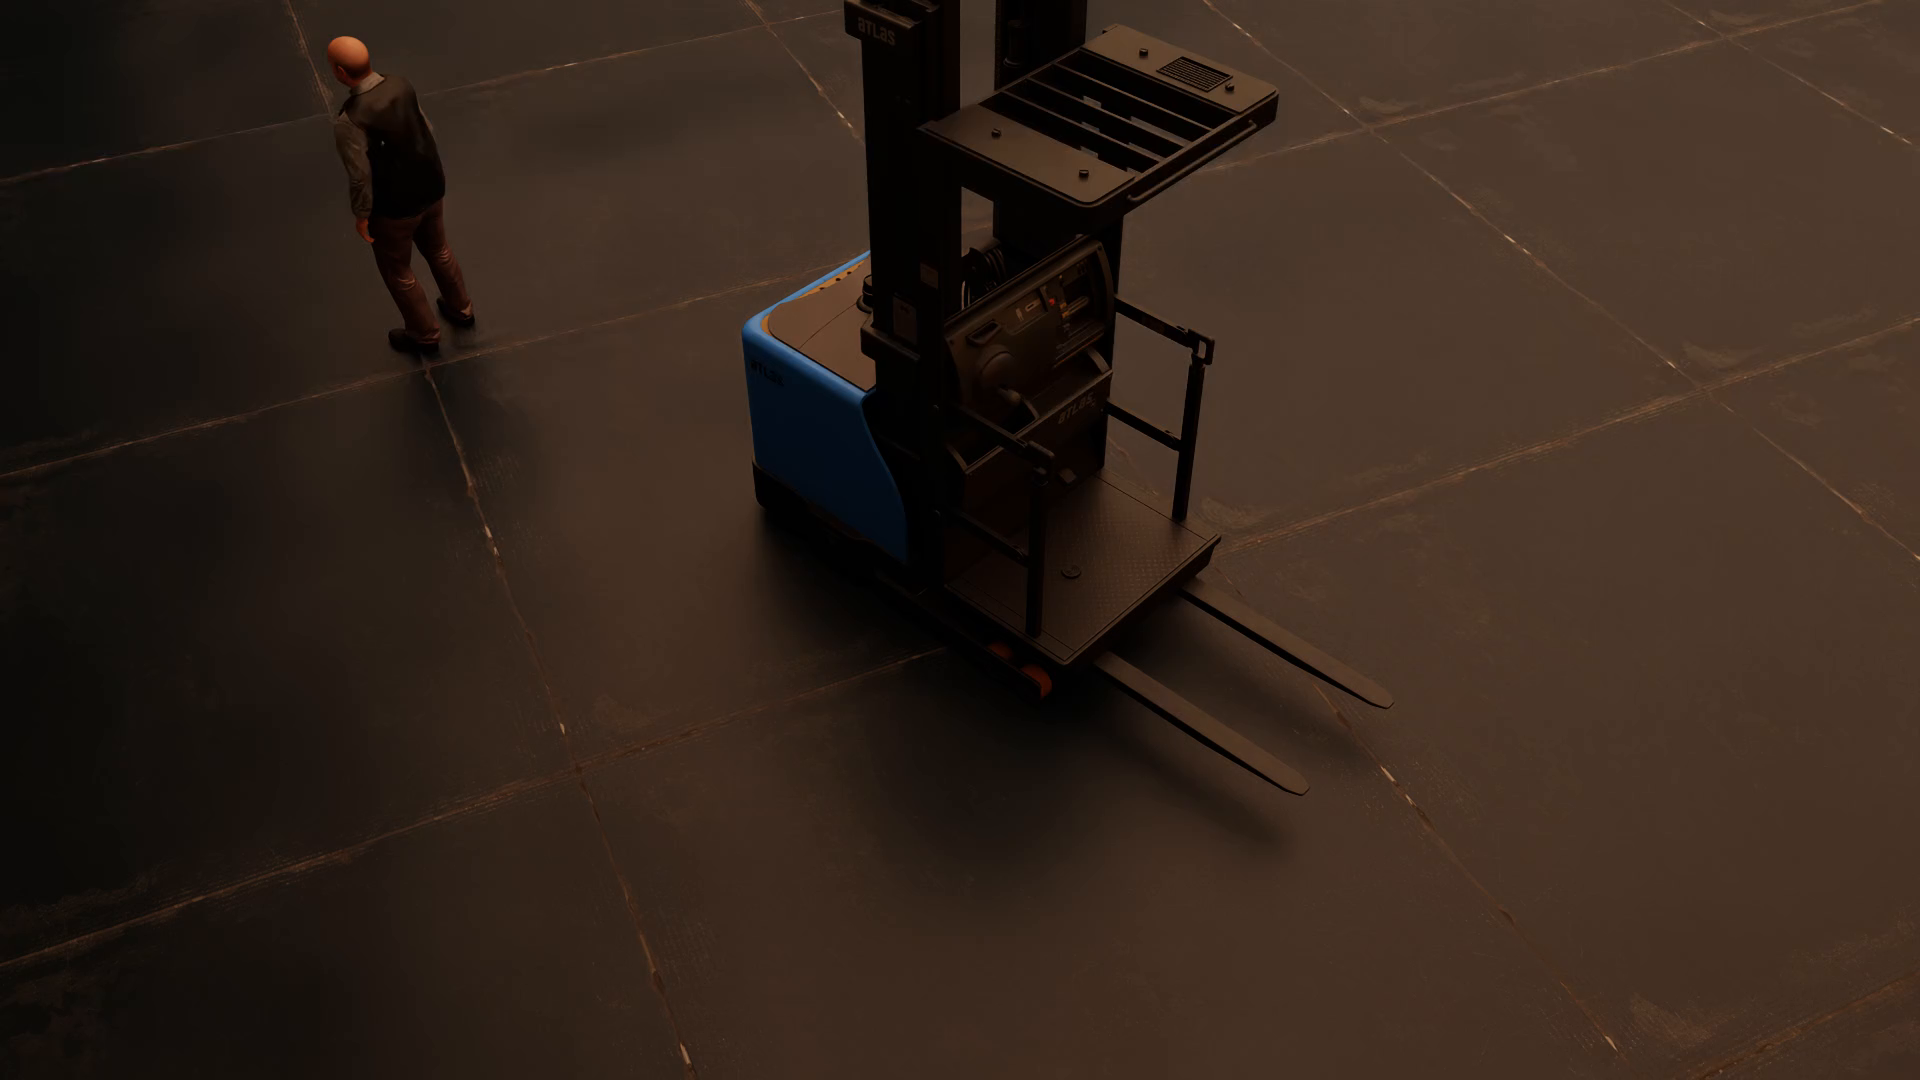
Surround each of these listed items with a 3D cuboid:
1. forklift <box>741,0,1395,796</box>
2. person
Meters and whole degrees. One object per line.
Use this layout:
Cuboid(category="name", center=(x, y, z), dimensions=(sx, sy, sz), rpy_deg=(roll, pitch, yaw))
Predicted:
Cuboid(category="forklift", center=(0.445, -0.788, 6.525), dimensions=(3.031, 2.935, 1.130), rpy_deg=(32, 52, 30))
Cuboid(category="person", center=(-2.831, -1.729, 8.421), dimensions=(0.424, 1.721, 0.594), rpy_deg=(20, 47, 20))
